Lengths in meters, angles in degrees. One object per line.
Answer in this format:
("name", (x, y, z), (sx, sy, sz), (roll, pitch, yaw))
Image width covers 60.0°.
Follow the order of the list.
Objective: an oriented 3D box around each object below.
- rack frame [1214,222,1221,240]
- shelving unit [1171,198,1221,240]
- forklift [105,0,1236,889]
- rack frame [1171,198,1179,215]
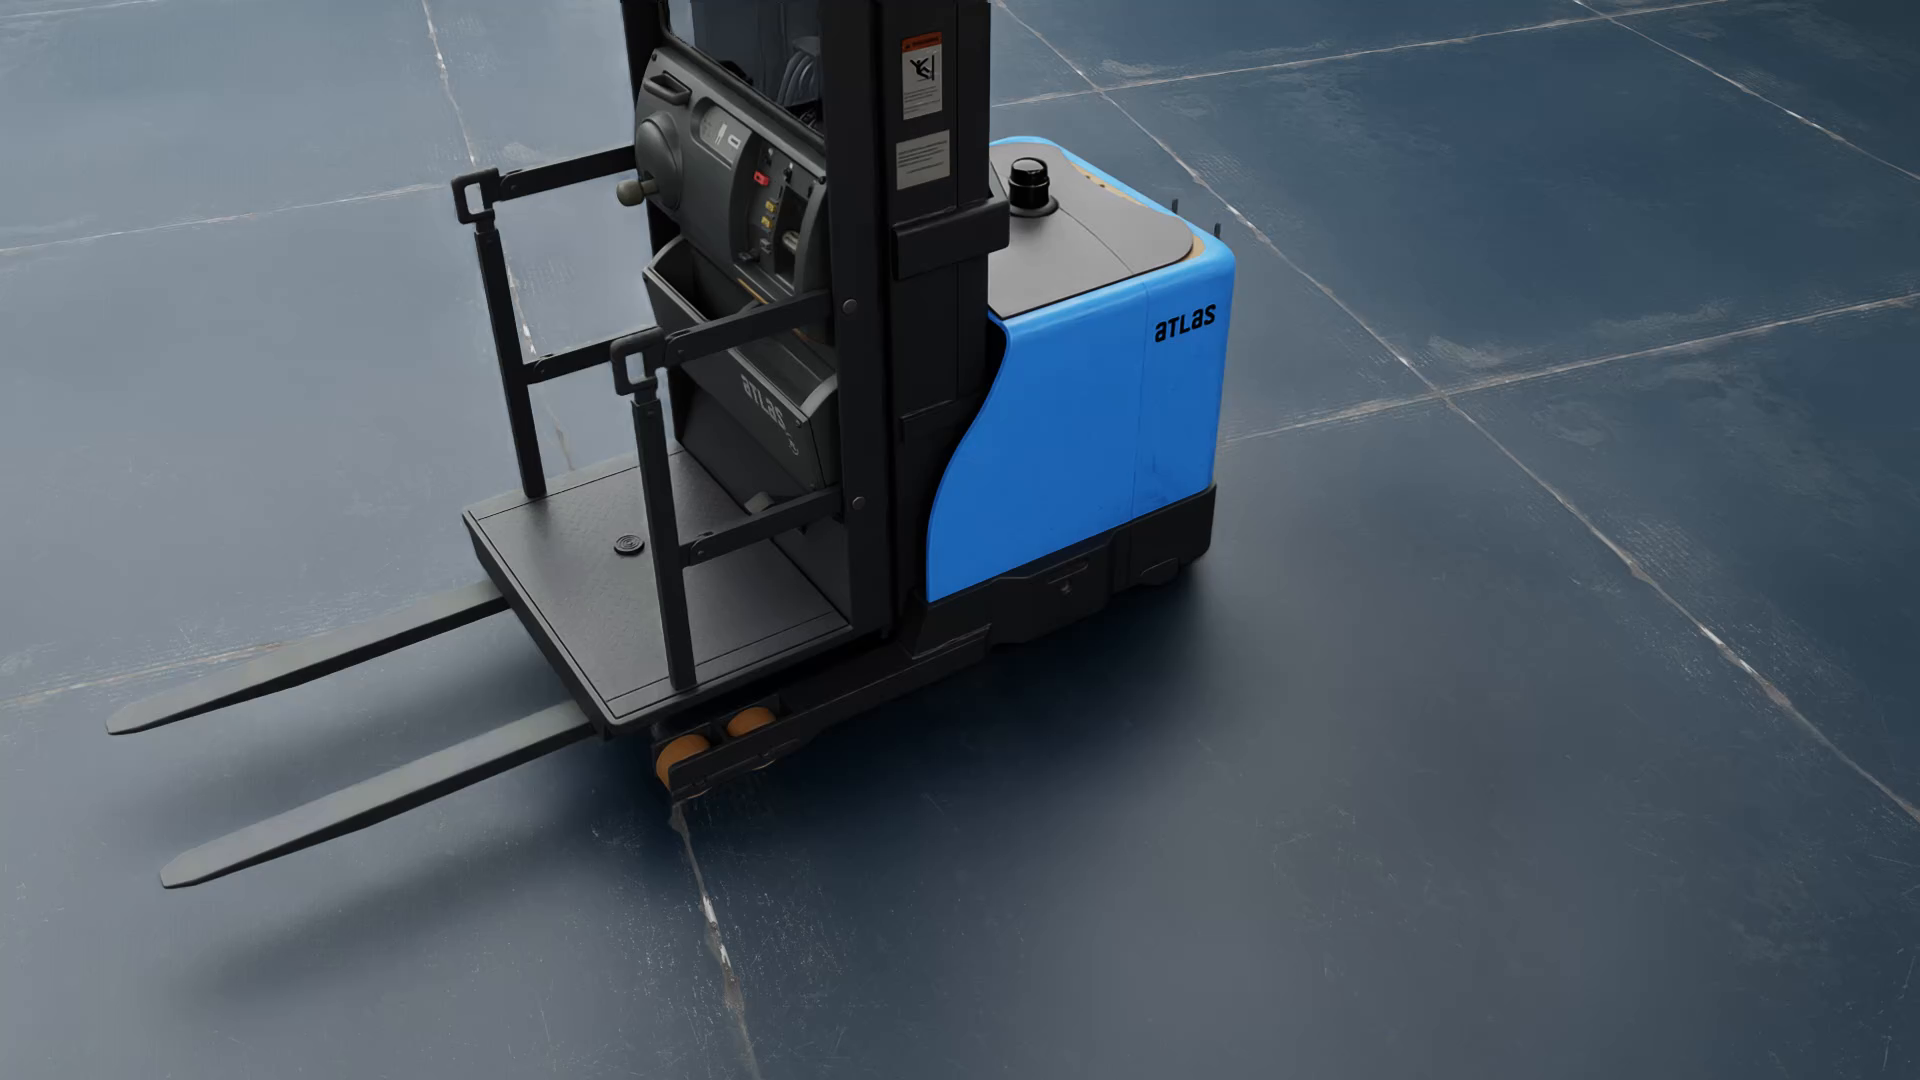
("rack frame", (0.687, -0.561, 5.246), (0.240, 0.900, 0.006), (-21, 42, -26))
("shelving unit", (0.632, -0.612, 5.314), (0.258, 0.900, 0.210), (-21, 42, -26))
("forklift", (-0.743, -0.859, 3.954), (3.031, 2.935, 1.130), (-21, 42, -26))
("rack frame", (0.576, -0.663, 5.382), (0.240, 0.900, 0.006), (-21, 42, -26))
